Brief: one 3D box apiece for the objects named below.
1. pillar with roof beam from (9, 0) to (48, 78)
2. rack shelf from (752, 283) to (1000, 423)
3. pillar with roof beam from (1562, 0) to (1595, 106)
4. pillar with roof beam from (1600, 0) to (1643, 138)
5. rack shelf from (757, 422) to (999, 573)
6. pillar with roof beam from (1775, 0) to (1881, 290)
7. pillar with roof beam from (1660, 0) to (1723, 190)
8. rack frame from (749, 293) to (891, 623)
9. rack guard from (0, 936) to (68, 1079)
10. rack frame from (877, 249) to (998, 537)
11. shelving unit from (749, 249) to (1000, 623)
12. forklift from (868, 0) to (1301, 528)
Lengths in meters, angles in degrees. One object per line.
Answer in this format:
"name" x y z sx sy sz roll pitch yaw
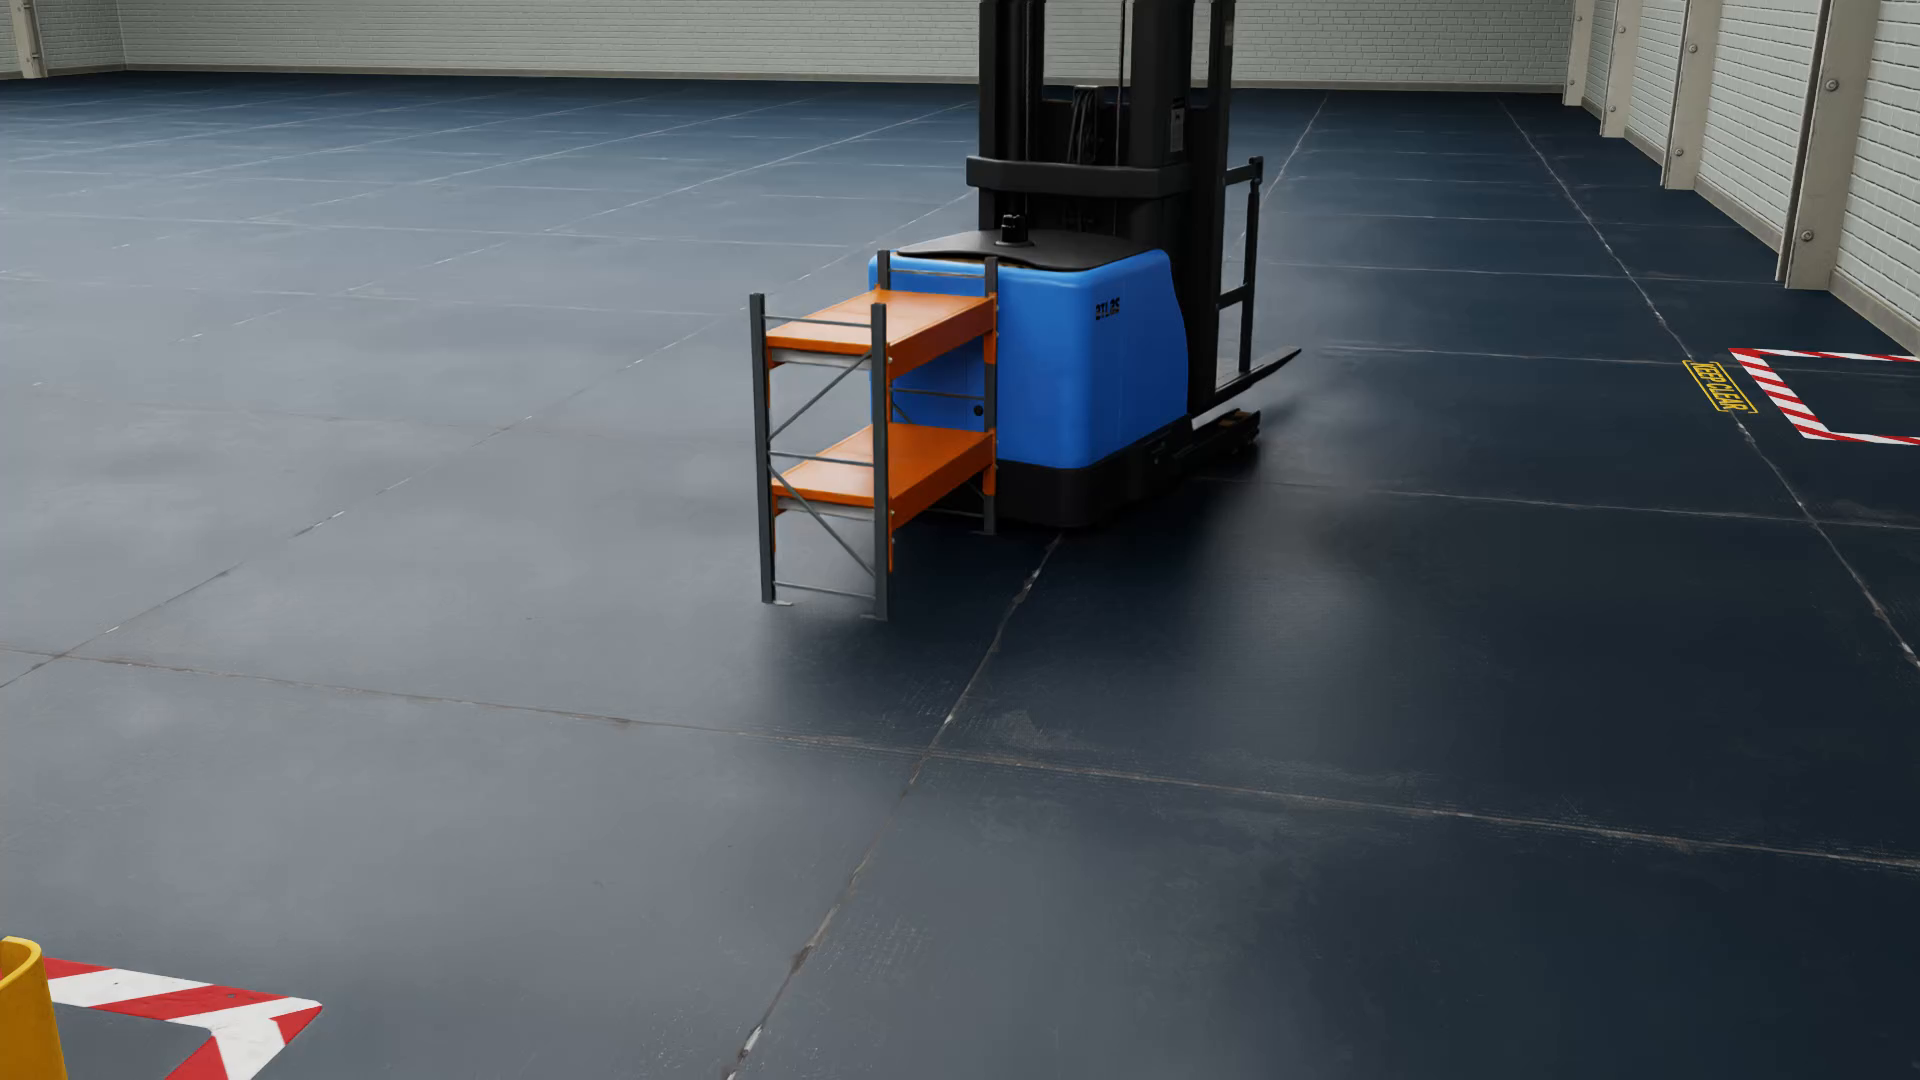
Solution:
"pillar with roof beam" -15.812 -13.912 33.497 9.100 9.000 0.400 5 19 13
"rack shelf" -0.285 -0.706 6.109 0.538 0.278 1.000 8 20 21
"pillar with roof beam" 6.384 -12.105 28.204 9.100 9.000 0.400 5 19 13
"pillar with roof beam" 4.918 -10.224 22.698 9.100 9.000 0.400 5 19 13
"rack shelf" -0.285 -0.198 6.282 0.538 0.278 1.000 8 20 21
"pillar with roof beam" 1.986 -6.463 11.687 9.100 9.000 0.400 5 19 13
"pillar with roof beam" 3.452 -8.343 17.192 9.100 9.000 0.400 5 19 13
"rack frame" -0.481 -0.277 5.759 0.500 1.125 0.032 8 20 21
"rack guard" -2.237 0.975 3.060 1.175 0.500 0.348 5 19 13
"rack frame" -0.090 -0.581 6.647 0.500 1.125 0.032 8 20 21
"shelving unit" -0.285 -0.429 6.203 0.538 1.125 1.048 8 20 21
"forklift" 0.796 -1.859 7.597 1.130 2.935 3.031 11 22 29
